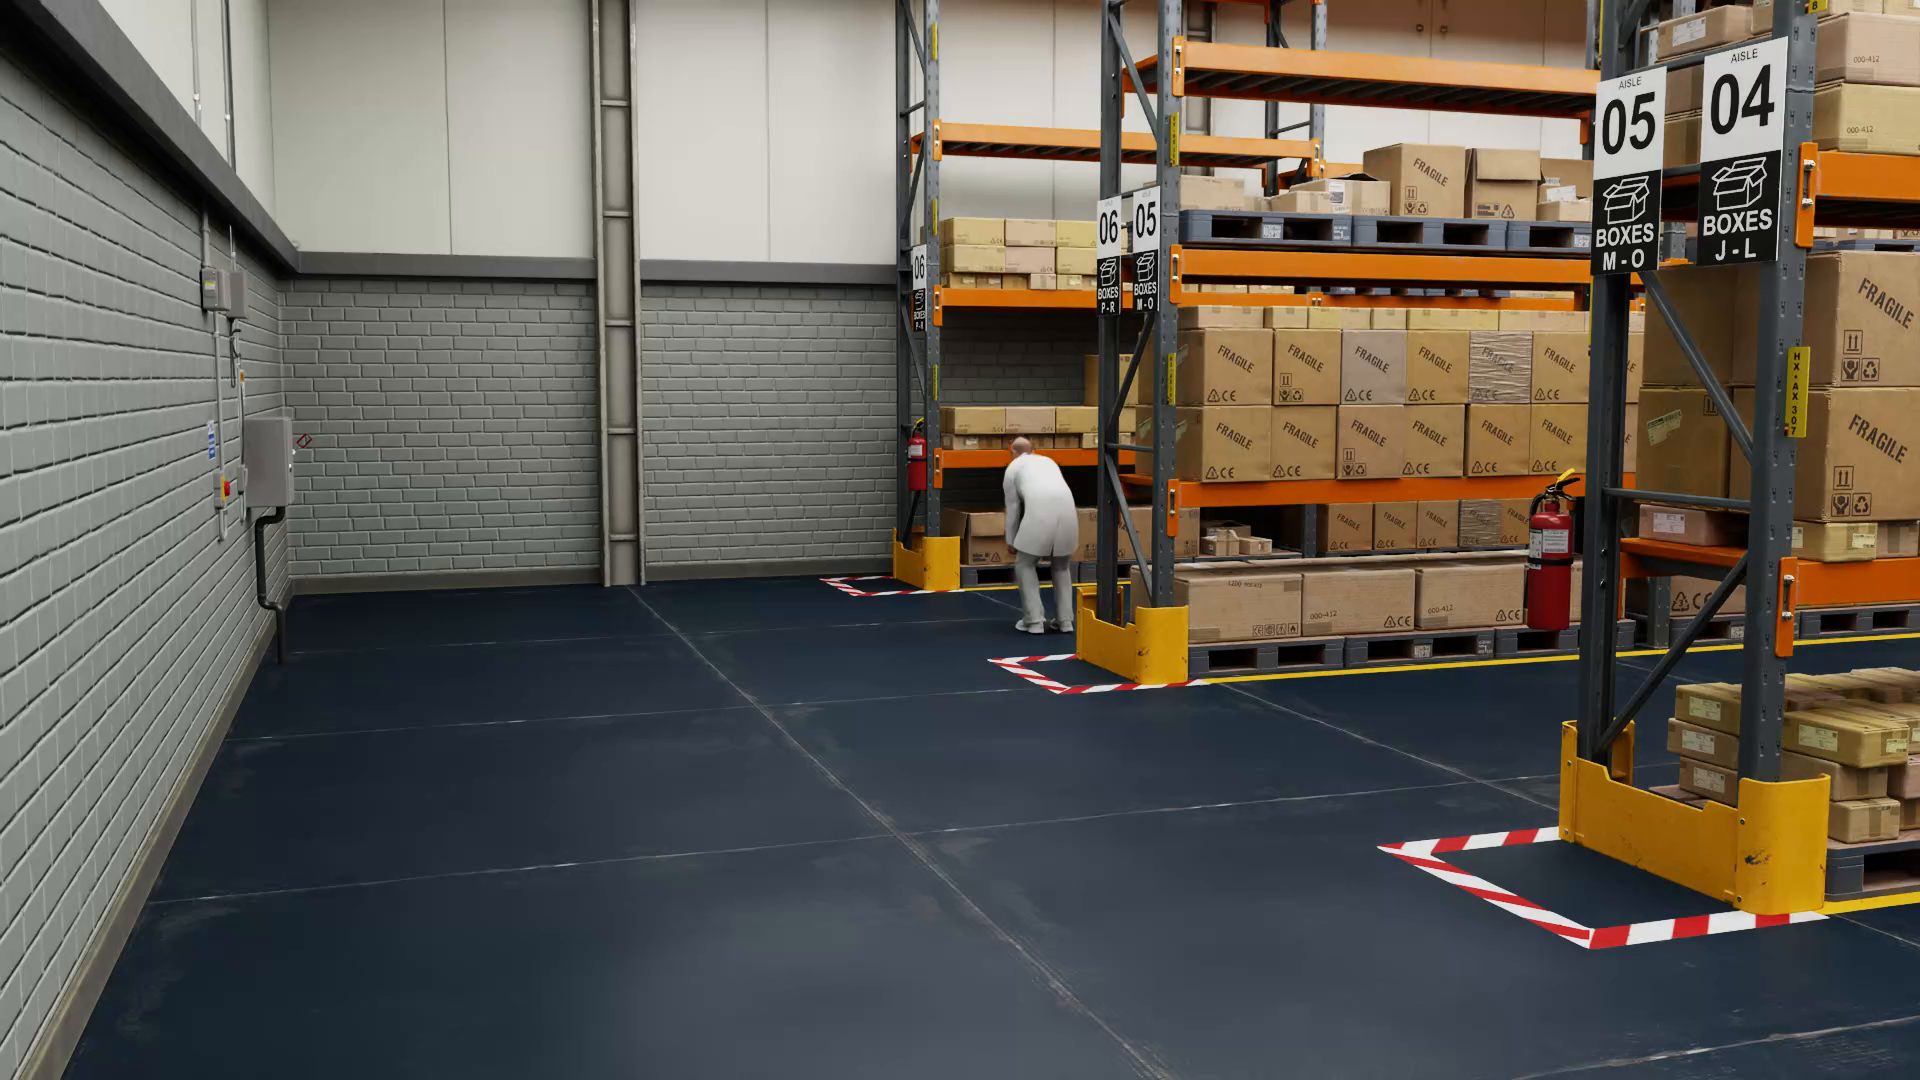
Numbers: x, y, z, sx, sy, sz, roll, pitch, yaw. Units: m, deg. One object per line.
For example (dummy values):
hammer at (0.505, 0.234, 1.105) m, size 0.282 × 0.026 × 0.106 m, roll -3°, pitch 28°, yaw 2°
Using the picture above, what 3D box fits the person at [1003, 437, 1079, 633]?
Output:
person at (0.617, -0.010, 13.146) m, size 0.554 × 1.434 × 0.805 m, roll -2°, pitch 6°, yaw -20°
